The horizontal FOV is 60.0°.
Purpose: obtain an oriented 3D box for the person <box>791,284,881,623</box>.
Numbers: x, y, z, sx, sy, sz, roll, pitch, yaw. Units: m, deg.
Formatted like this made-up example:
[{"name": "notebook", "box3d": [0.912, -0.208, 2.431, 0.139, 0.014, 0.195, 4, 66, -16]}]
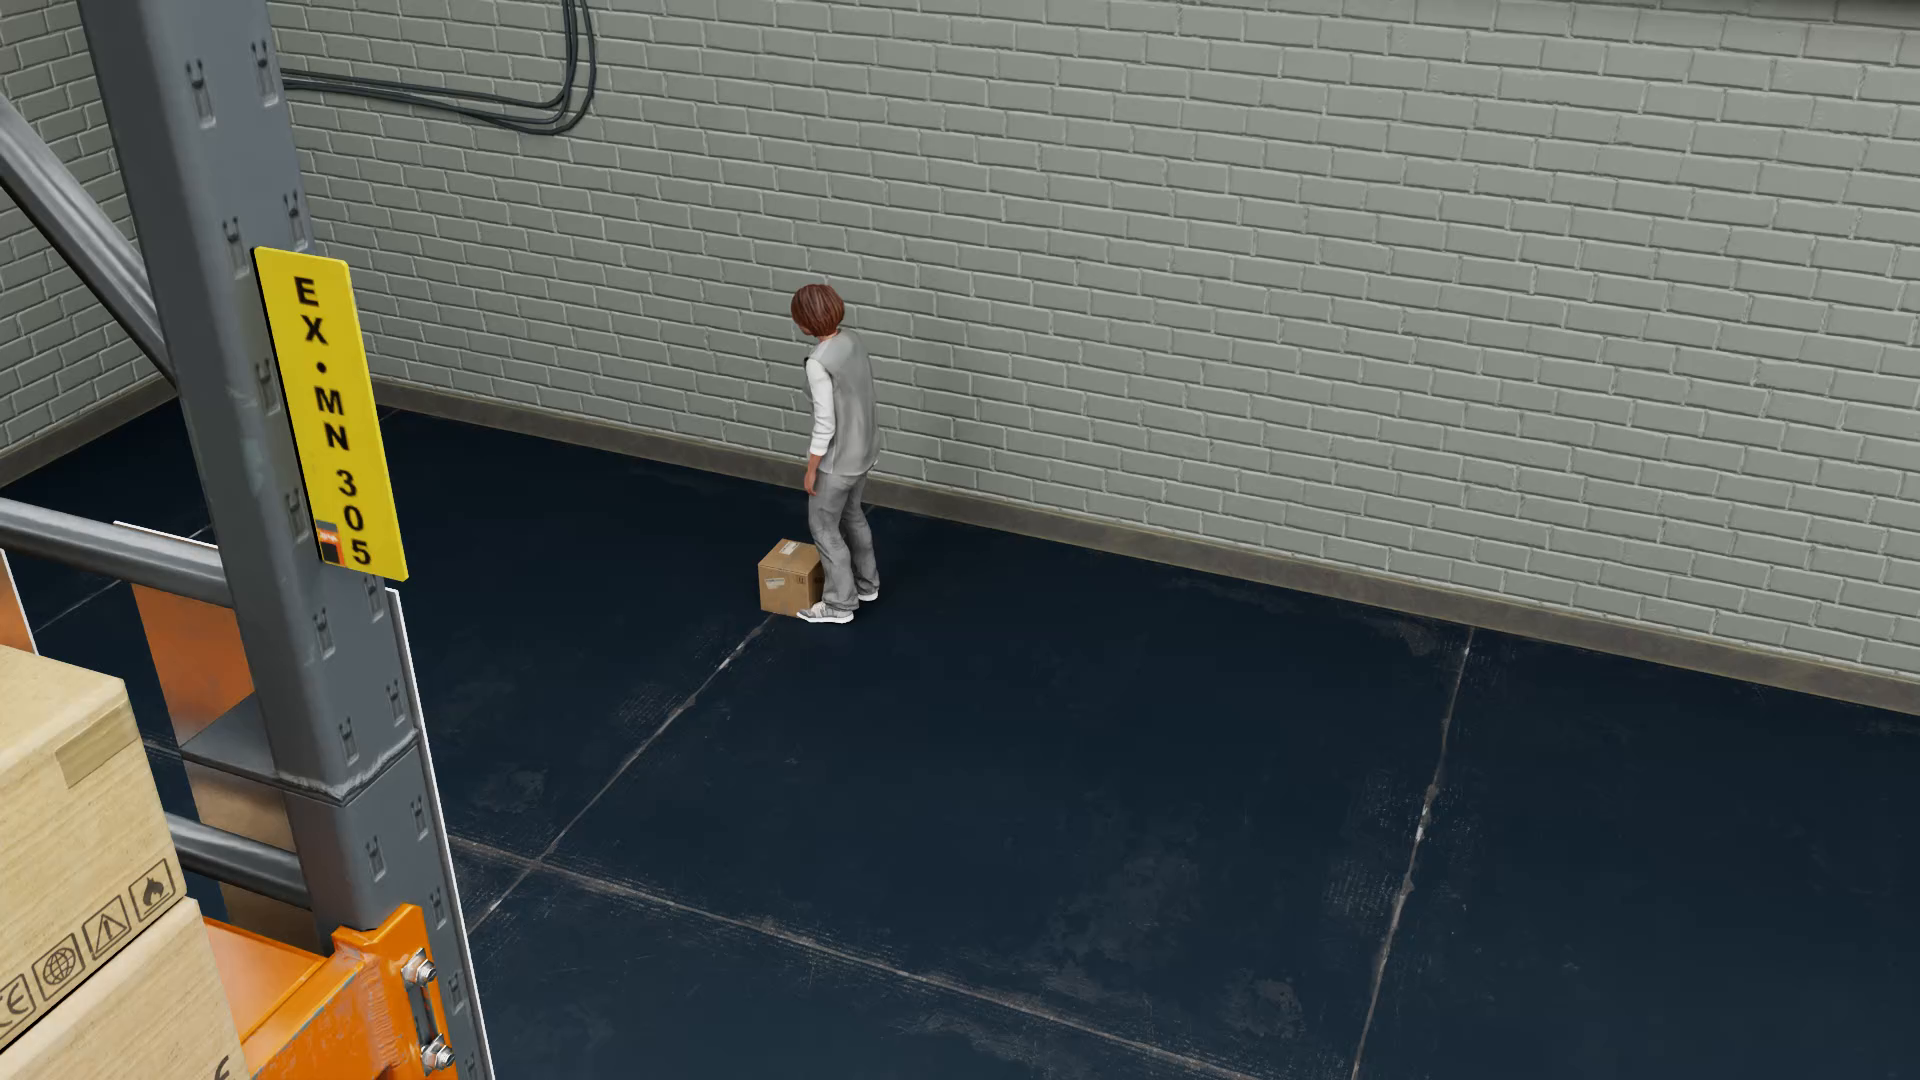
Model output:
[{"name": "person", "box3d": [-0.540, -0.358, 7.269, 0.364, 1.582, 0.463, 12, 32, 19]}]
